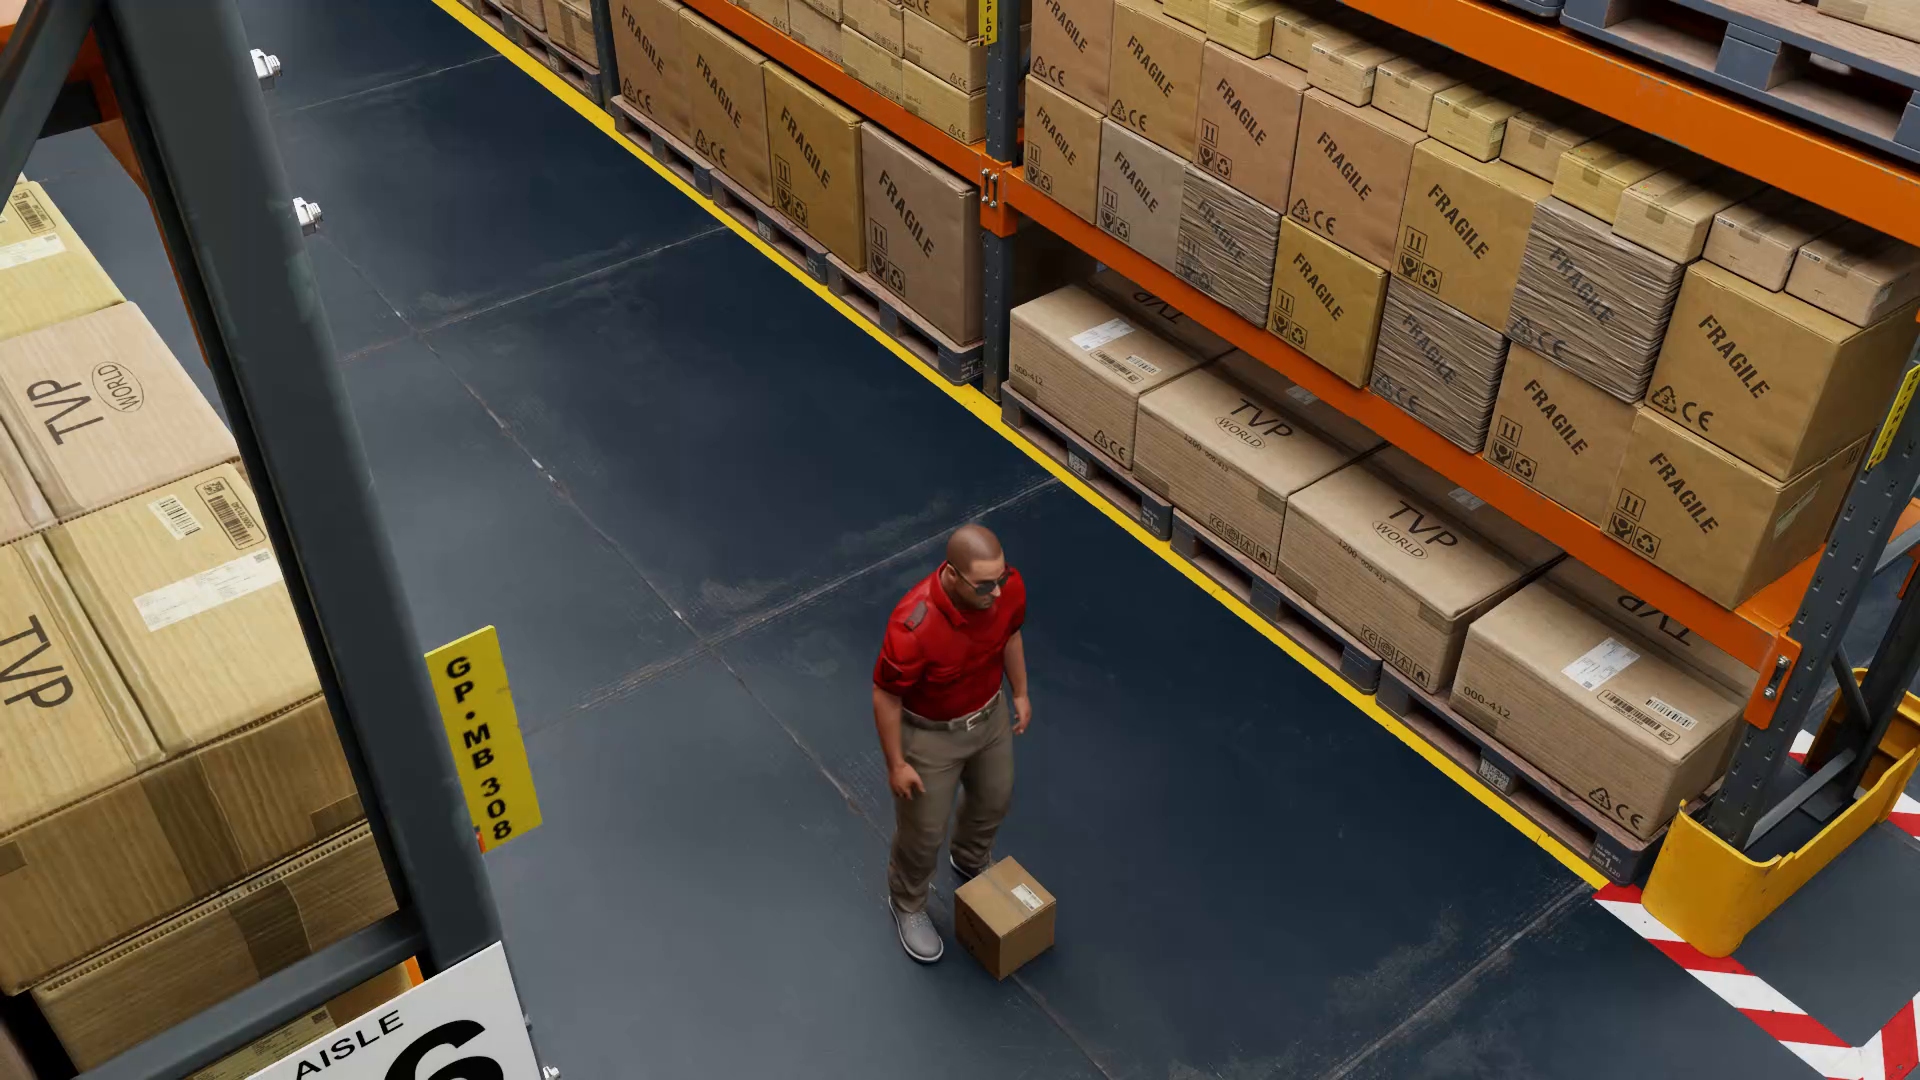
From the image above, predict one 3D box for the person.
[{"bbox_3d":[-0.013,0.614,5.436,0.594,1.726,0.386,-27,47,-29],"label":"person"}]
